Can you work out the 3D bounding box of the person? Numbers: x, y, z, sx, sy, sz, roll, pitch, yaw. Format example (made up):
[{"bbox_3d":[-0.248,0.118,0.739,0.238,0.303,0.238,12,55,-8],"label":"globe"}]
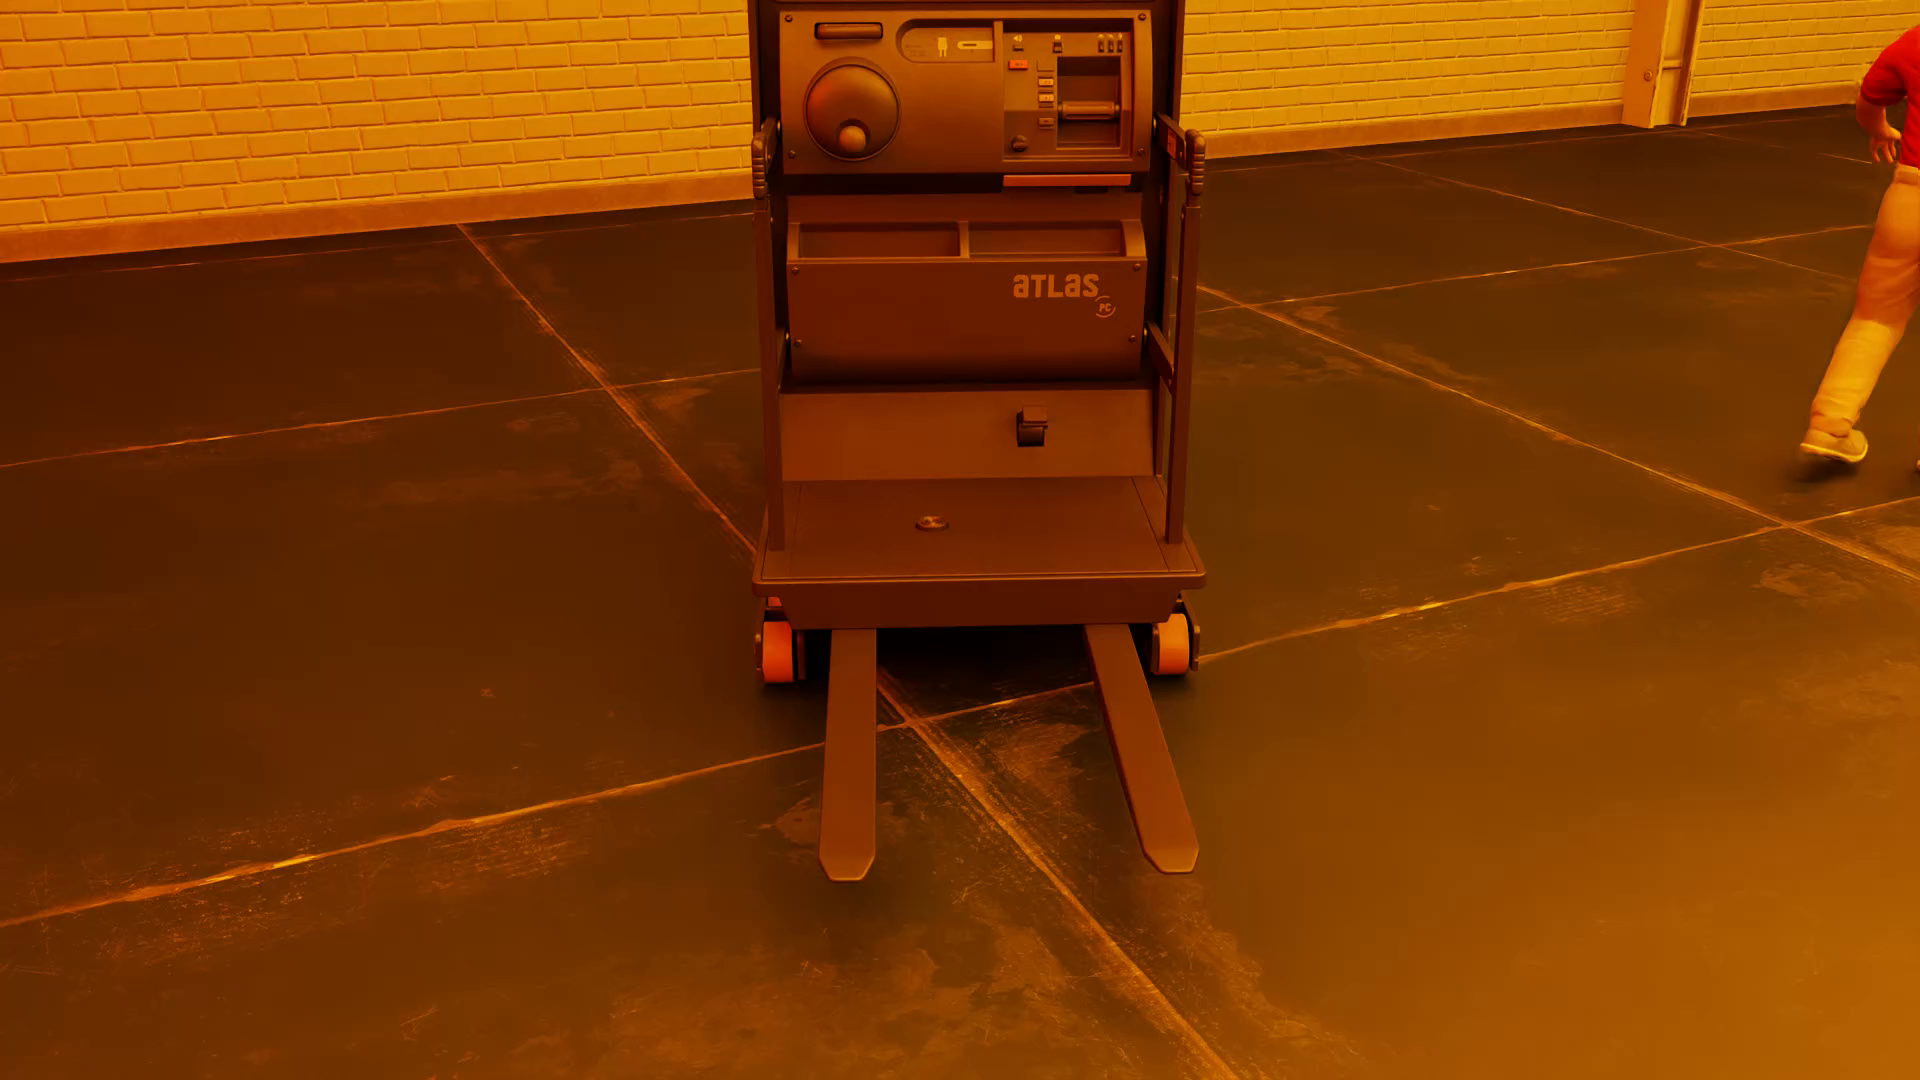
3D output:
[{"bbox_3d":[3.217,-1.022,5.359,0.740,1.709,0.943,-15,27,-32],"label":"person"}]

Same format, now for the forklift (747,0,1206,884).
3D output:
[{"bbox_3d":[0.028,-1.113,3.964,1.130,2.935,3.031,-1,23,-2],"label":"forklift"}]
